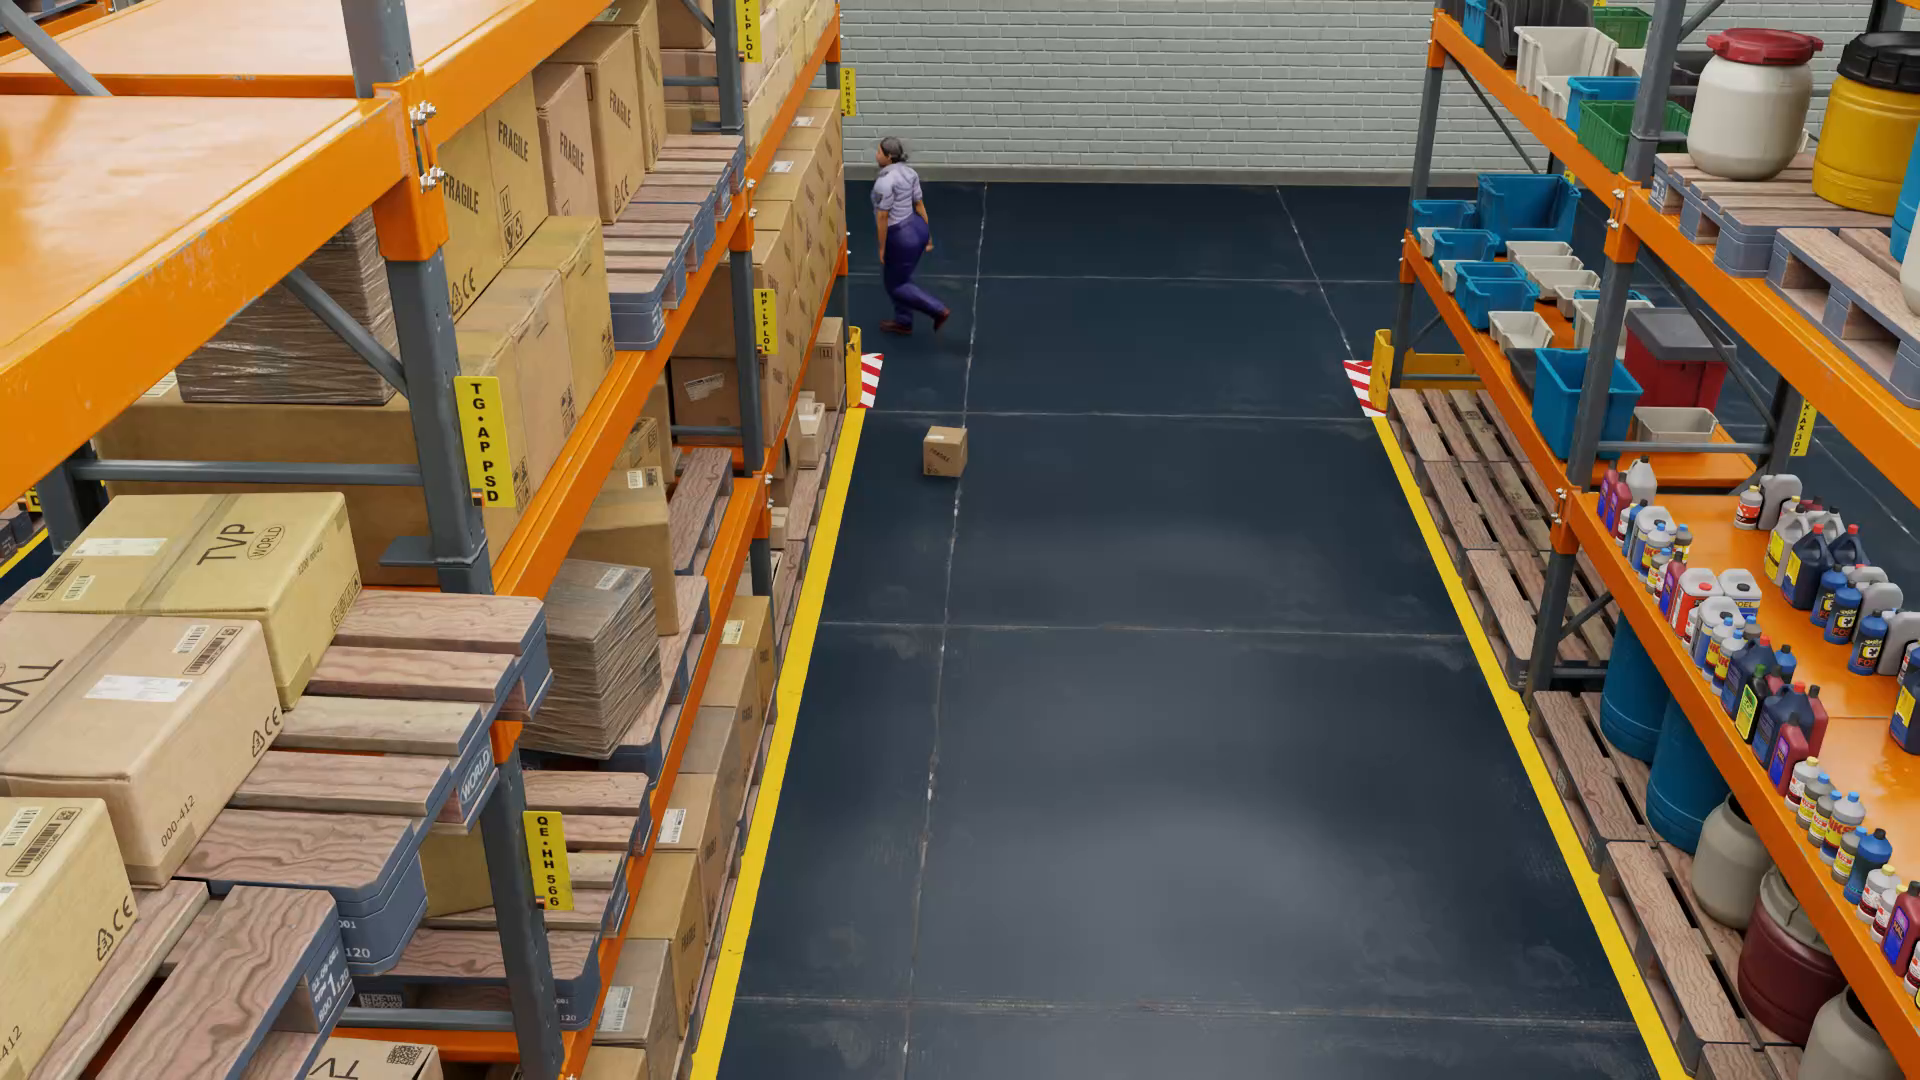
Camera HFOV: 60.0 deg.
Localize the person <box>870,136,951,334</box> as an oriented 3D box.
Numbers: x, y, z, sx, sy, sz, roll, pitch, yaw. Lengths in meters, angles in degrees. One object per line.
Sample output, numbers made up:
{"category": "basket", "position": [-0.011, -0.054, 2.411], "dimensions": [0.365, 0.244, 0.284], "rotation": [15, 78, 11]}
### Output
{"category": "person", "position": [-0.389, -2.330, 12.990], "dimensions": [0.695, 1.609, 0.544], "rotation": [14, 31, 24]}
